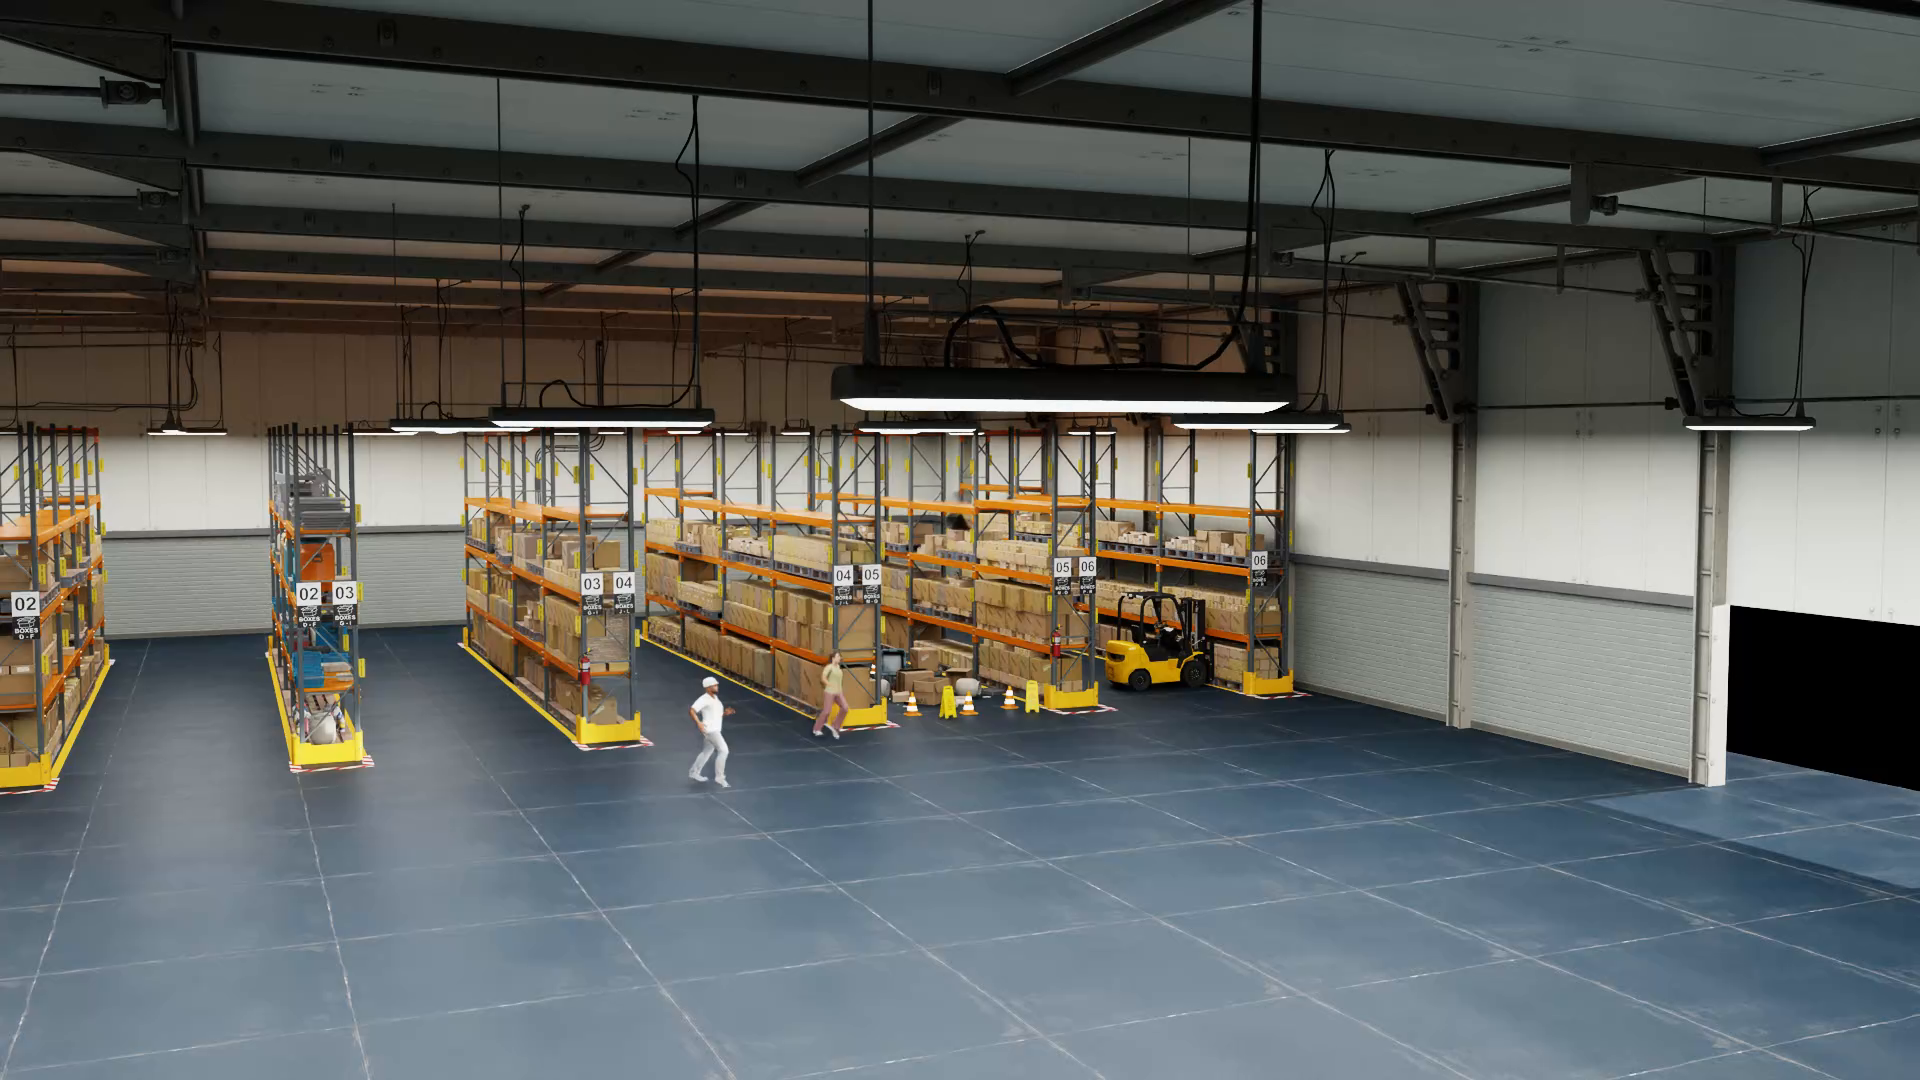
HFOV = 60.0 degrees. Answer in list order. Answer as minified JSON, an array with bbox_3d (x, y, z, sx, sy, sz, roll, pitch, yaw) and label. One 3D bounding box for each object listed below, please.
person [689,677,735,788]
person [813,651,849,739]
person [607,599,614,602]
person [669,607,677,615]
[{"bbox_3d":[-4.093,3.169,27.345,0.777,1.829,0.672,0,3,2],"label":"person"},{"bbox_3d":[-2.430,2.956,31.929,0.670,1.664,0.639,3,4,36],"label":"person"},{"bbox_3d":[-9.928,2.060,46.526,0.686,1.703,0.668,-1,4,-10],"label":"person"},{"bbox_3d":[-8.439,1.860,49.215,0.740,1.763,0.709,1,4,23],"label":"person"}]
